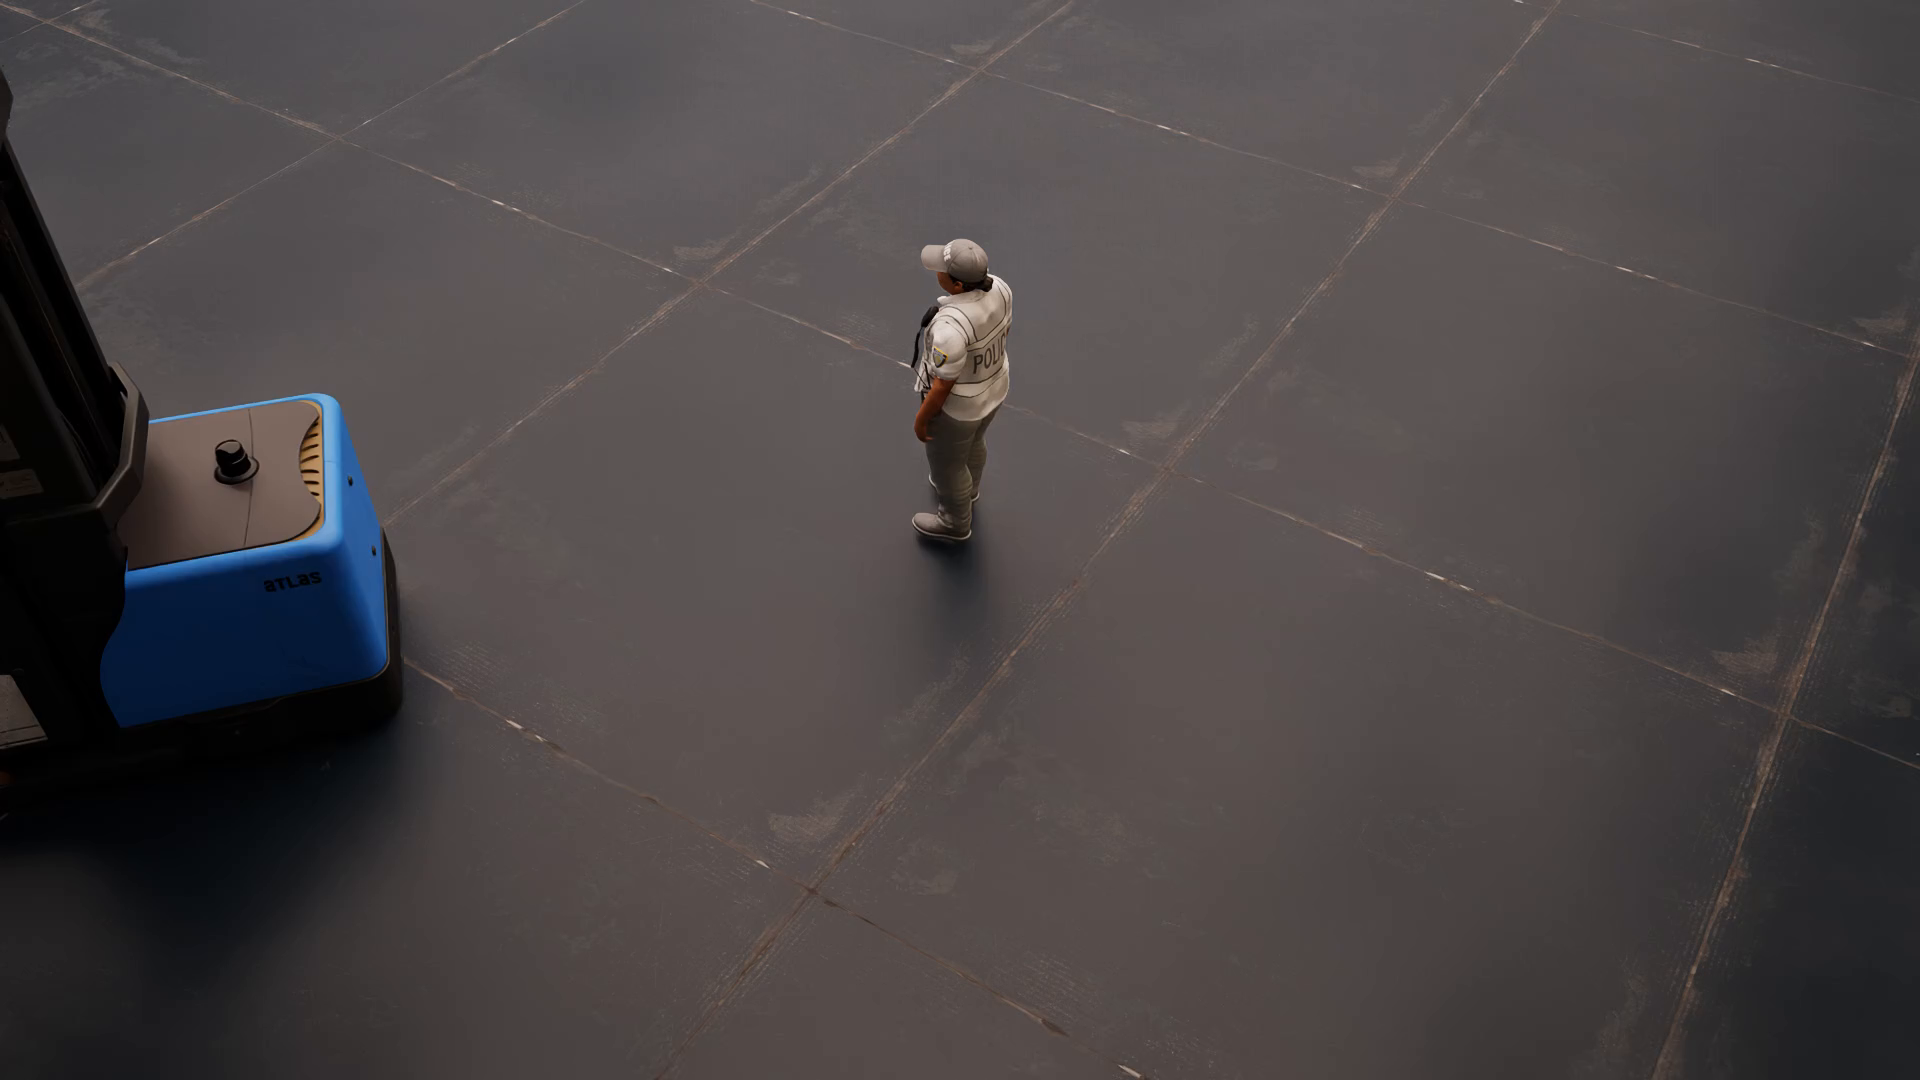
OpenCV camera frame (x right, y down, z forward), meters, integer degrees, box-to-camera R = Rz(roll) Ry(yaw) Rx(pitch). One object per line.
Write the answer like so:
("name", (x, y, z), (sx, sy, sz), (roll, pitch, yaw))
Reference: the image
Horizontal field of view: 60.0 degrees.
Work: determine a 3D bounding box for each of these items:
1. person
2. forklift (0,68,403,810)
("person", (-0.052, -0.681, 7.417), (0.529, 1.670, 0.597), (24, 48, 23))
("forklift", (-3.972, -0.327, 6.194), (3.031, 2.935, 1.130), (-11, 45, -12))
